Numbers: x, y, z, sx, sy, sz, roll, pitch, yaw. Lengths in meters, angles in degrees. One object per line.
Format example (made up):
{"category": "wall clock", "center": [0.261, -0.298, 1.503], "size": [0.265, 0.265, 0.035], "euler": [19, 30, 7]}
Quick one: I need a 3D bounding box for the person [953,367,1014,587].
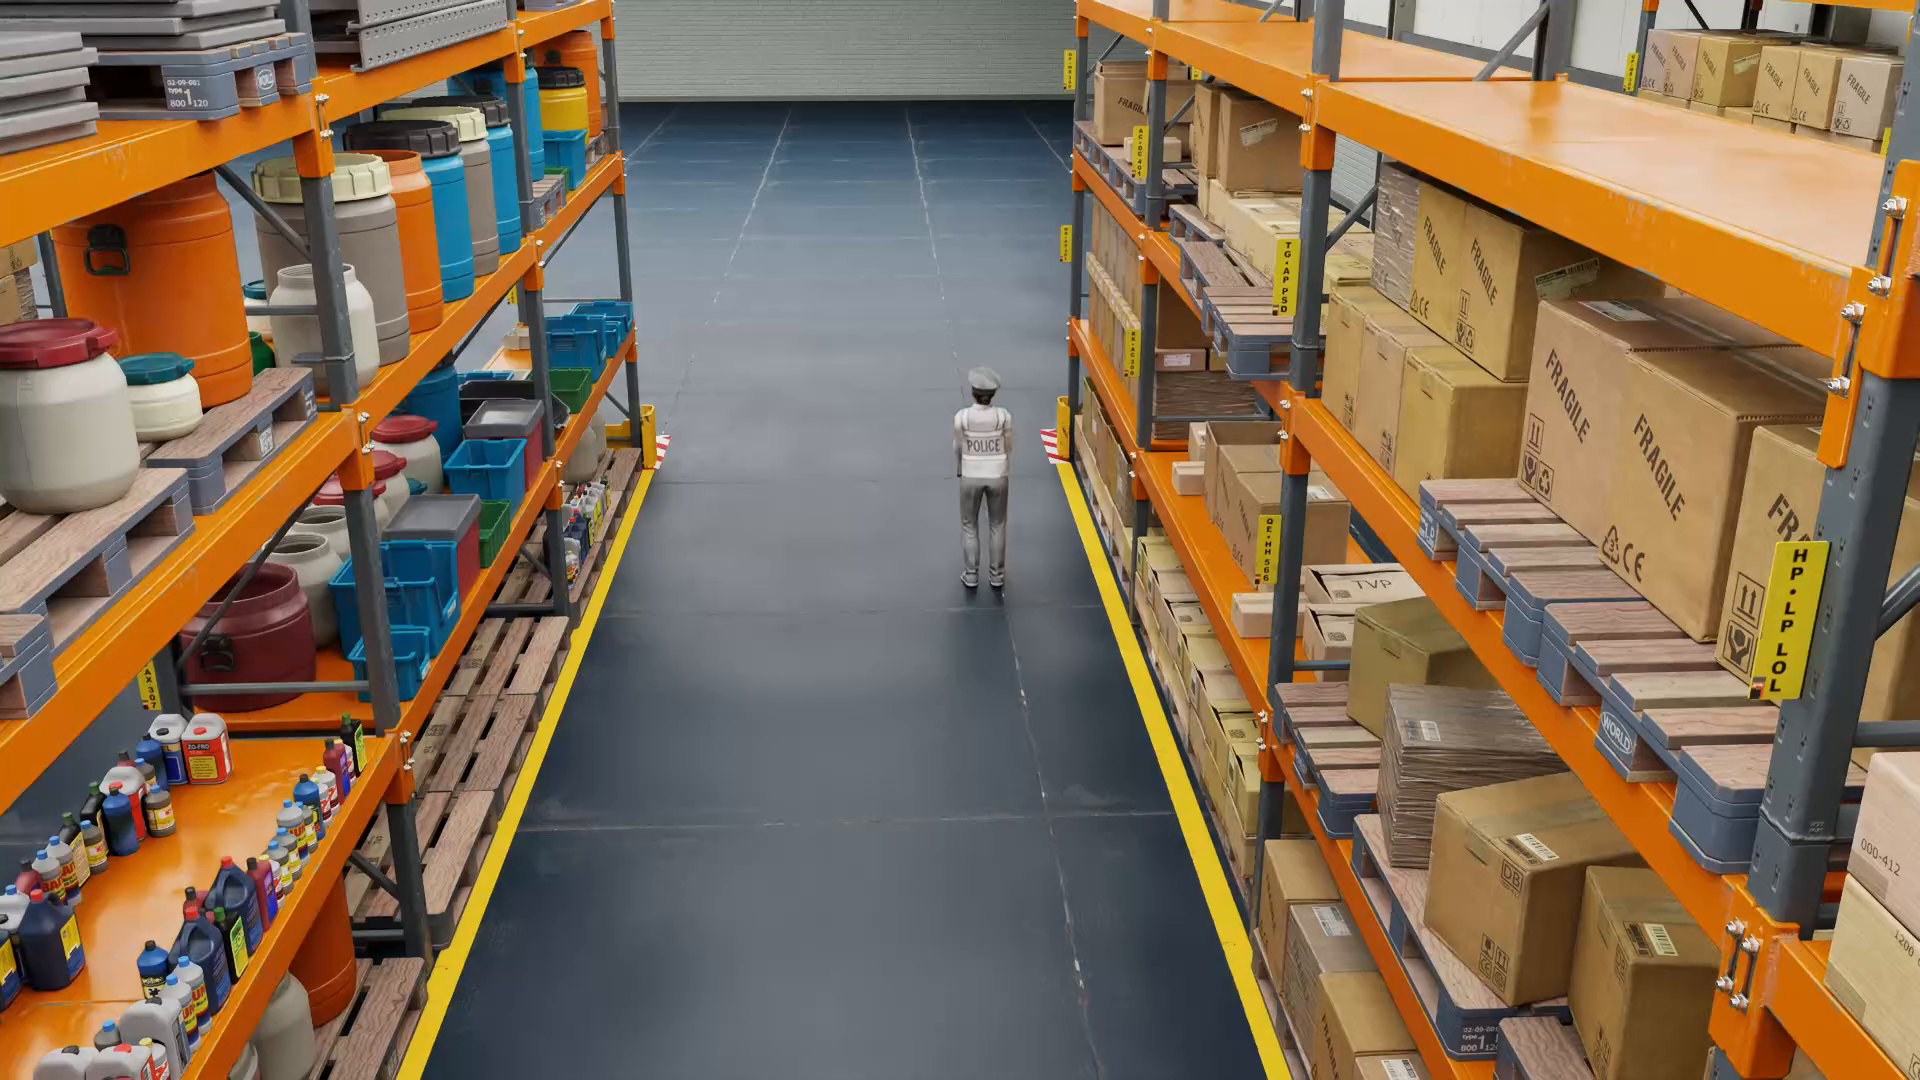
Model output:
{"category": "person", "center": [0.170, -0.474, 12.315], "size": [0.446, 1.691, 0.530], "euler": [-1, 21, -3]}
